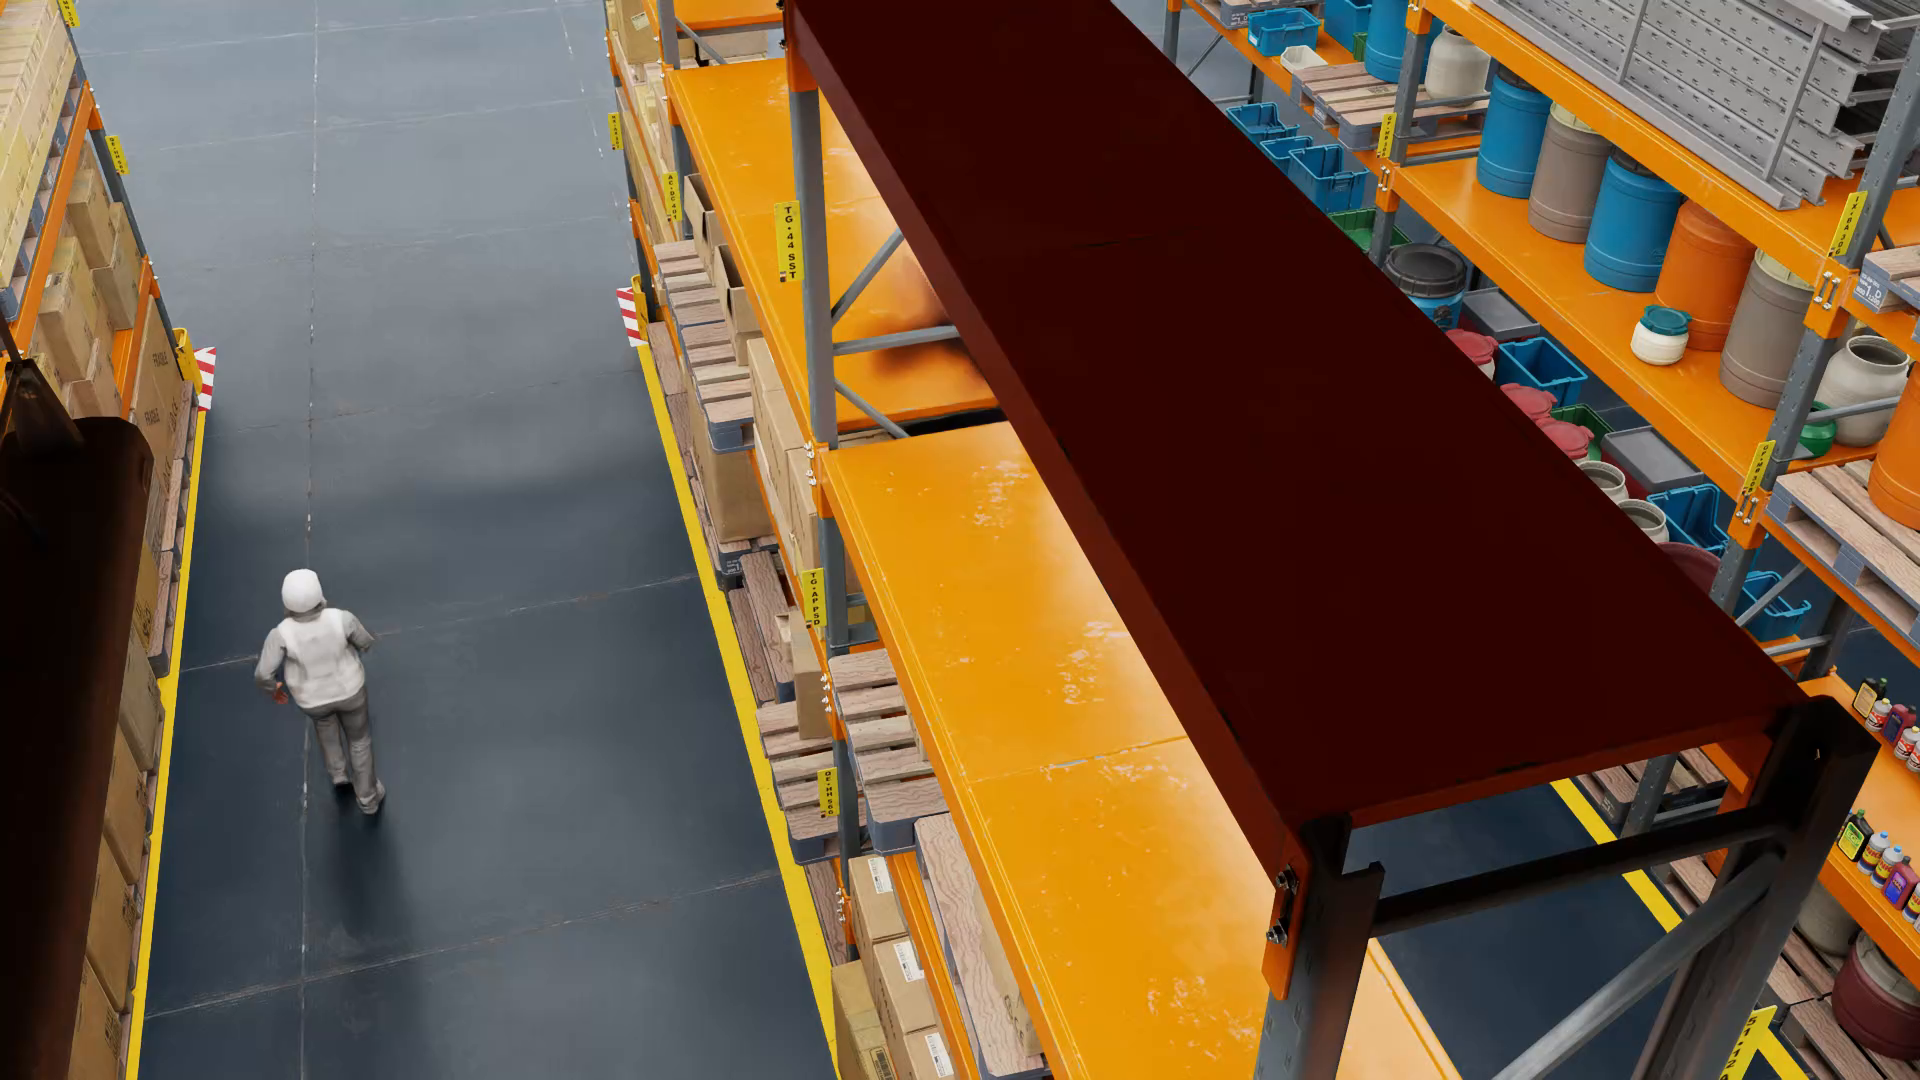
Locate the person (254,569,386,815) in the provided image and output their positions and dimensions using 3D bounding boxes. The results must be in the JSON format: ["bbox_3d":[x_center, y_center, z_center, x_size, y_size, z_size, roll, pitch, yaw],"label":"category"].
[{"bbox_3d":[-3.902,0.925,10.268,0.672,1.832,0.731,-12,40,-14],"label":"person"}]
